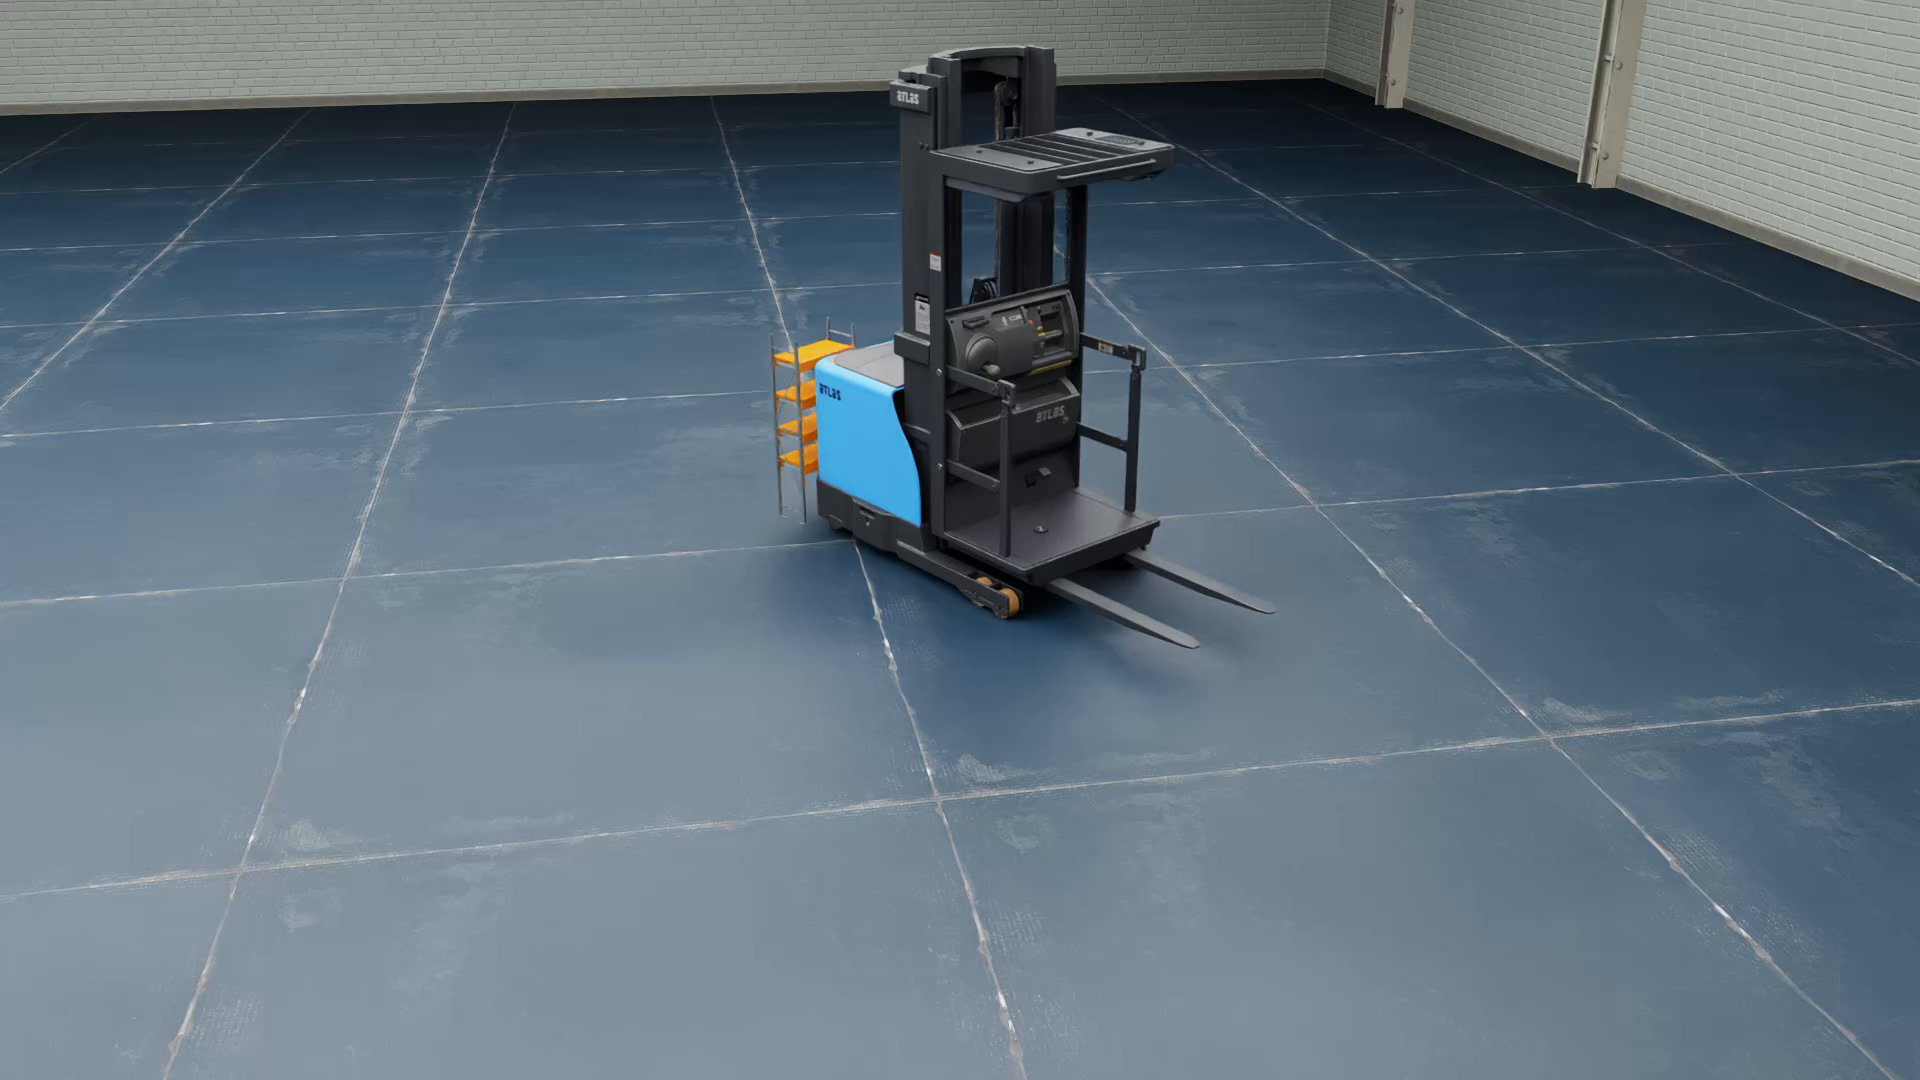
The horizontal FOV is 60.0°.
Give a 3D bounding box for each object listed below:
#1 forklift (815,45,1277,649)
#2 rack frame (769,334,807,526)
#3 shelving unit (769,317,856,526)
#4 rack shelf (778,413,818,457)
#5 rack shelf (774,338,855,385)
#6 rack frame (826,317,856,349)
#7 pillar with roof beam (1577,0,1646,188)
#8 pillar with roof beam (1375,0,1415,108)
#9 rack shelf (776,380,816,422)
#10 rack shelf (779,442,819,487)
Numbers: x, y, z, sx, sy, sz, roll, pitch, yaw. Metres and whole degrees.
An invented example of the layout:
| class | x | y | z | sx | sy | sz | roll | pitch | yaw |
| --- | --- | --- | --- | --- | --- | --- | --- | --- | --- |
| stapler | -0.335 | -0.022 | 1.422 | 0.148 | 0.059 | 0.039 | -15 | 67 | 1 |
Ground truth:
| class | x | y | z | sx | sy | sz | roll | pitch | yaw |
| --- | --- | --- | --- | --- | --- | --- | --- | --- | --- |
| forklift | 0.447 | -1.136 | 9.188 | 1.130 | 2.935 | 3.031 | -19 | 30 | -37 |
| rack frame | -1.064 | -0.674 | 10.289 | 0.240 | 1.200 | 0.015 | 19 | 30 | 37 |
| shelving unit | -0.904 | -0.747 | 10.458 | 0.258 | 1.200 | 0.503 | 19 | 30 | 37 |
| rack shelf | -0.903 | -0.685 | 10.484 | 0.258 | 0.148 | 0.480 | 19 | 30 | 37 |
| rack shelf | -0.907 | -1.108 | 10.303 | 0.258 | 0.148 | 0.480 | 19 | 30 | 37 |
| rack frame | -0.743 | -0.821 | 10.626 | 0.240 | 1.200 | 0.015 | 19 | 30 | 37 |
| pillar with roof beam | 3.460 | -8.098 | 17.548 | 9.100 | 9.000 | 0.400 | -4 | 24 | -10 |
| pillar with roof beam | 2.350 | -10.458 | 22.951 | 9.100 | 9.000 | 0.400 | -4 | 24 | -10 |
| rack shelf | -0.905 | -0.891 | 10.396 | 0.258 | 0.148 | 0.480 | 19 | 30 | 37 |
| rack shelf | -0.902 | -0.503 | 10.562 | 0.258 | 0.148 | 0.480 | 19 | 30 | 37 |
